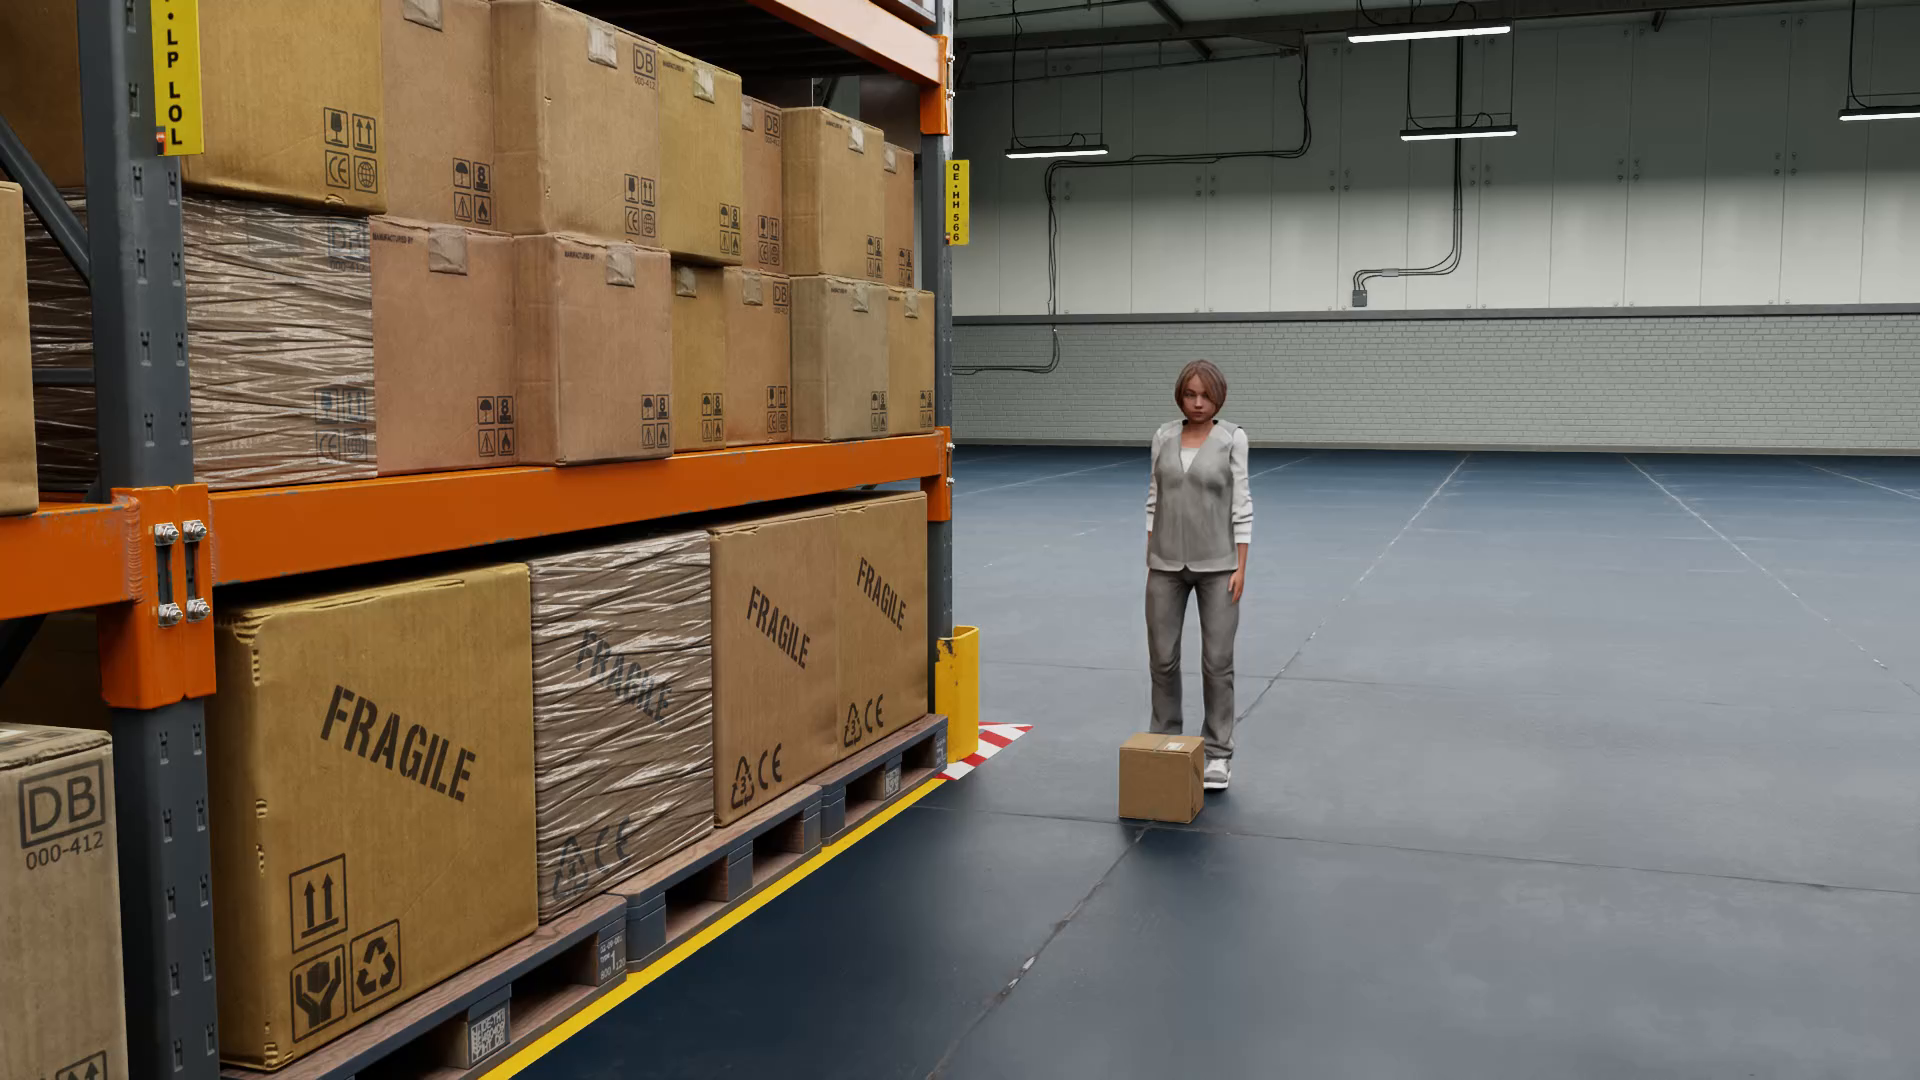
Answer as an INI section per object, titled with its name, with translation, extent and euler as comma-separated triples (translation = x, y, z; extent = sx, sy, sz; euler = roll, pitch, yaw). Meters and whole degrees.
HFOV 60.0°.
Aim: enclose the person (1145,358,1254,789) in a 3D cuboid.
[person]
translation = 0.887, 0.126, 6.192
extent = 0.407, 1.598, 0.303
euler = 2, 6, 20
